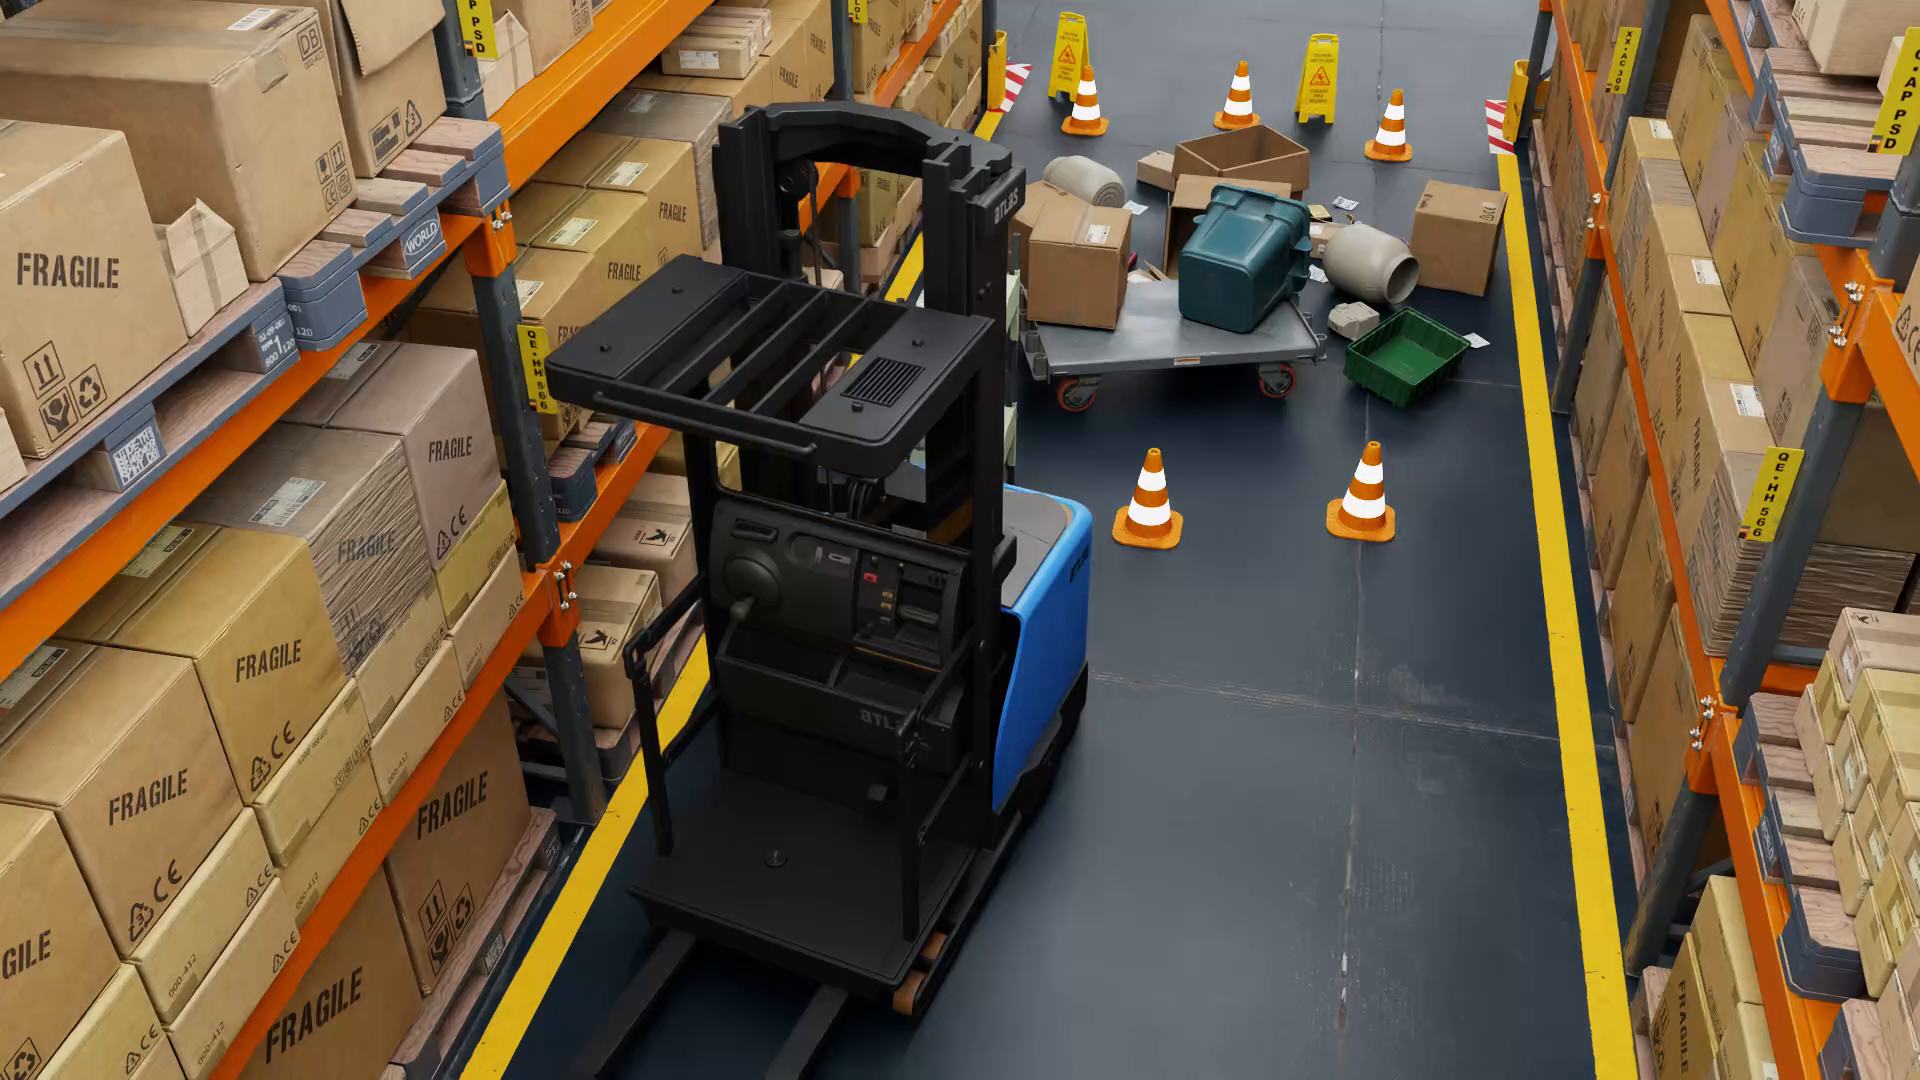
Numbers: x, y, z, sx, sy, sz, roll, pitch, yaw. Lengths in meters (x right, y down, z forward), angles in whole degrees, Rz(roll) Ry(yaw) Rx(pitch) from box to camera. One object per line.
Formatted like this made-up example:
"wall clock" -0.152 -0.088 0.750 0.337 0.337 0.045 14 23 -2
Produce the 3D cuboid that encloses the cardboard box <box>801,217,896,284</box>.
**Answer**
"cardboard box" -0.688 -1.812 10.179 0.500 0.250 0.500 6 36 8

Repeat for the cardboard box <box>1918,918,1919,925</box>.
"cardboard box" 2.413 0.938 3.749 0.380 0.149 0.250 9 37 12

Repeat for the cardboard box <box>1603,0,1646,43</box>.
"cardboard box" 3.896 -2.923 8.680 0.875 0.550 0.550 7 37 10

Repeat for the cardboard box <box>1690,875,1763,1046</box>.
"cardboard box" 2.541 1.308 5.022 0.500 0.250 0.500 6 36 8

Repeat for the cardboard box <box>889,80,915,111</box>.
"cardboard box" -0.495 -2.737 10.264 0.380 0.149 0.250 9 37 12

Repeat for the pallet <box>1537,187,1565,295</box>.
"pallet" 4.277 -1.887 10.674 1.003 0.211 1.213 7 37 10

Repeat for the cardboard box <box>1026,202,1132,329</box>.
"cardboard box" 0.668 -1.539 9.303 0.500 0.500 0.500 7 37 10

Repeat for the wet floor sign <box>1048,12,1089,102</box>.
"wet floor sign" 0.862 -3.766 12.896 0.267 0.644 0.232 20 41 26

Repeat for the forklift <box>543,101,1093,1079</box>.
"forklift" -0.514 0.215 5.456 1.130 2.935 3.031 15 38 19

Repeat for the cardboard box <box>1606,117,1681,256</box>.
"cardboard box" 3.404 -1.661 7.901 0.500 0.500 0.500 8 37 10

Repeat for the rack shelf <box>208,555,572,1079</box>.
"rack shelf" -2.359 1.280 4.541 1.077 0.370 4.000 7 37 10

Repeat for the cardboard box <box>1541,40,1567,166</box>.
"cardboard box" 4.554 -3.094 11.416 0.875 0.875 0.875 8 37 10

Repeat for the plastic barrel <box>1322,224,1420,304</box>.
"plastic barrel" 2.523 -1.688 10.218 0.421 0.421 0.512 -24 42 -30

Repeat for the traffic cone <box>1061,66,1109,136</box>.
"traffic cone" 0.945 -3.309 12.421 0.336 0.463 0.334 7 37 10

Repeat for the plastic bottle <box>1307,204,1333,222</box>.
"plastic bottle" 2.424 -2.174 11.197 0.133 0.061 0.283 -5 36 -6

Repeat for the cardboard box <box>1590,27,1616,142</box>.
"cardboard box" 3.942 -2.480 8.988 0.875 0.550 0.550 7 37 10

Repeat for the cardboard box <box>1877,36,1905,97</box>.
"cardboard box" 2.838 -1.297 4.683 0.380 0.166 0.250 7 37 10

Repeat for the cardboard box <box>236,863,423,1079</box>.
"cardboard box" -2.355 1.429 5.175 0.875 0.875 0.875 8 37 11

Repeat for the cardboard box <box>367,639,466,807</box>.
"cardboard box" -1.880 0.520 5.104 0.500 0.250 0.500 8 37 11

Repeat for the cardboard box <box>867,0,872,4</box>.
"cardboard box" -0.772 -3.242 8.976 0.700 0.500 0.500 7 37 9

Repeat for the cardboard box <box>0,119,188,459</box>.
"cardboard box" -2.025 -0.536 3.434 0.500 0.500 0.500 8 37 10

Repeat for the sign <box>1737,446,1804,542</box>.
"sign" 2.382 -0.132 4.889 0.100 0.325 0.005 7 37 10

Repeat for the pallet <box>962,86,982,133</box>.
"pallet" -0.448 -3.110 12.361 1.003 0.211 1.213 7 37 10

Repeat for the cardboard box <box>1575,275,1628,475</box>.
"cardboard box" 3.735 -0.780 8.330 1.050 0.750 0.750 7 37 10

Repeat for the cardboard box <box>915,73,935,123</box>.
"cardboard box" -0.473 -2.721 10.795 0.500 0.500 0.500 9 37 12

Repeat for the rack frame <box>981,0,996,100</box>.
"rack frame" -0.223 -4.744 12.240 1.000 3.000 0.127 7 37 10

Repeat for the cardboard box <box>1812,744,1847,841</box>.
"cardboard box" 2.575 0.722 4.555 0.380 0.149 0.250 9 37 12

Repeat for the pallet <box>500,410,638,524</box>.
"pallet" -1.884 -0.502 6.550 1.213 0.211 1.003 7 37 10

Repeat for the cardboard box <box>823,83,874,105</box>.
"cardboard box" -0.697 -2.490 9.343 0.380 0.149 0.250 7 37 10

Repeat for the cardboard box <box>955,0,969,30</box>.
"cardboard box" -0.153 -3.656 11.532 0.380 0.149 0.250 8 37 11

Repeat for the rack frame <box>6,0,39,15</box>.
"rack frame" -5.928 -3.071 9.931 1.000 3.000 0.127 7 37 10

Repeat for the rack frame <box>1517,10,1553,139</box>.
"rack frame" 4.634 -4.182 11.463 1.000 3.000 0.127 7 37 10

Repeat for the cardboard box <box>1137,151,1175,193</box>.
"cardboard box" 1.470 -2.586 11.691 0.380 0.149 0.250 28 44 33

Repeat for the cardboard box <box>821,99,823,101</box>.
"cardboard box" -0.918 -2.190 8.571 0.380 0.149 0.250 8 37 11

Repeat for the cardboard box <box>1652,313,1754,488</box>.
"cardboard box" 2.974 -0.500 6.299 0.500 0.500 0.500 7 36 9

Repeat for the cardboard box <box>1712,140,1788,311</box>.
"cardboard box" 3.354 -1.174 6.377 0.700 0.500 0.500 7 37 10

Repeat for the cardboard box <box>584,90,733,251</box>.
"cardboard box" -1.284 -1.608 7.216 0.500 0.500 0.500 6 36 8

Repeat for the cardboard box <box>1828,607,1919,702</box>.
"cardboard box" 2.636 0.339 4.576 0.380 0.149 0.250 7 37 10

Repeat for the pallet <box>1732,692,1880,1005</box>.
"pallet" 2.877 0.904 4.610 1.213 0.211 1.003 7 37 10

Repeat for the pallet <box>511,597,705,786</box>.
"pallet" -1.764 0.524 7.348 1.003 0.211 1.213 7 37 10

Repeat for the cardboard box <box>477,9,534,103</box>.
"cardboard box" -1.644 -1.623 5.492 0.396 0.266 0.258 7 37 10

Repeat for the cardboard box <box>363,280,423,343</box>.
"cardboard box" -2.107 -0.784 6.079 0.500 0.500 0.500 6 36 9

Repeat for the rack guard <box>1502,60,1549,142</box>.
"rack guard" 4.639 -3.183 12.216 1.175 0.500 0.348 7 37 10

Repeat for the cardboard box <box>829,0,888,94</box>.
"cardboard box" -0.712 -2.829 9.259 0.500 0.500 0.500 7 37 10

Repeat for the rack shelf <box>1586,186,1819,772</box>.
"rack shelf" 3.352 -0.450 6.929 1.077 0.370 4.000 7 37 10

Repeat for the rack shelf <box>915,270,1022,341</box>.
"rack shelf" 0.001 -0.927 7.586 0.431 0.370 0.720 7 37 10

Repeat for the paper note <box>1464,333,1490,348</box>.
"paper note" 3.039 -1.185 9.859 0.147 0.020 0.142 -17 39 -22

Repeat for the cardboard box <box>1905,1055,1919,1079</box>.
"cardboard box" 2.351 1.328 3.718 0.380 0.149 0.250 8 37 11

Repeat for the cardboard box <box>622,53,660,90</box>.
"cardboard box" -1.683 -1.980 7.729 0.500 0.500 0.500 7 37 10

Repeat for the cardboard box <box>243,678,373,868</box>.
"cardboard box" -1.983 0.601 4.567 0.500 0.250 0.500 6 36 9

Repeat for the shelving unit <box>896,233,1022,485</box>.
"shelving unit" 0.001 -0.611 7.815 0.431 1.500 0.755 7 37 10

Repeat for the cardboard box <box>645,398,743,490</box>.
"cardboard box" -1.484 -0.444 8.189 0.950 0.372 0.625 8 37 12

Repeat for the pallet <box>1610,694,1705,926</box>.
"pallet" 3.167 1.091 6.564 1.003 0.211 1.213 7 37 10

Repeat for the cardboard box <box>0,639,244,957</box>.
"cardboard box" -2.116 0.594 3.937 0.500 0.500 0.500 7 36 9

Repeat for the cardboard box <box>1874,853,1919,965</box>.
"cardboard box" 2.463 0.922 4.025 0.380 0.149 0.250 7 37 10

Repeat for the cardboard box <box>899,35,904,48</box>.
"cardboard box" -0.554 -3.091 10.173 0.380 0.149 0.250 7 37 10

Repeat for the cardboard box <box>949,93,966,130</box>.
"cardboard box" -0.252 -3.008 11.829 0.500 0.250 0.500 7 37 10
